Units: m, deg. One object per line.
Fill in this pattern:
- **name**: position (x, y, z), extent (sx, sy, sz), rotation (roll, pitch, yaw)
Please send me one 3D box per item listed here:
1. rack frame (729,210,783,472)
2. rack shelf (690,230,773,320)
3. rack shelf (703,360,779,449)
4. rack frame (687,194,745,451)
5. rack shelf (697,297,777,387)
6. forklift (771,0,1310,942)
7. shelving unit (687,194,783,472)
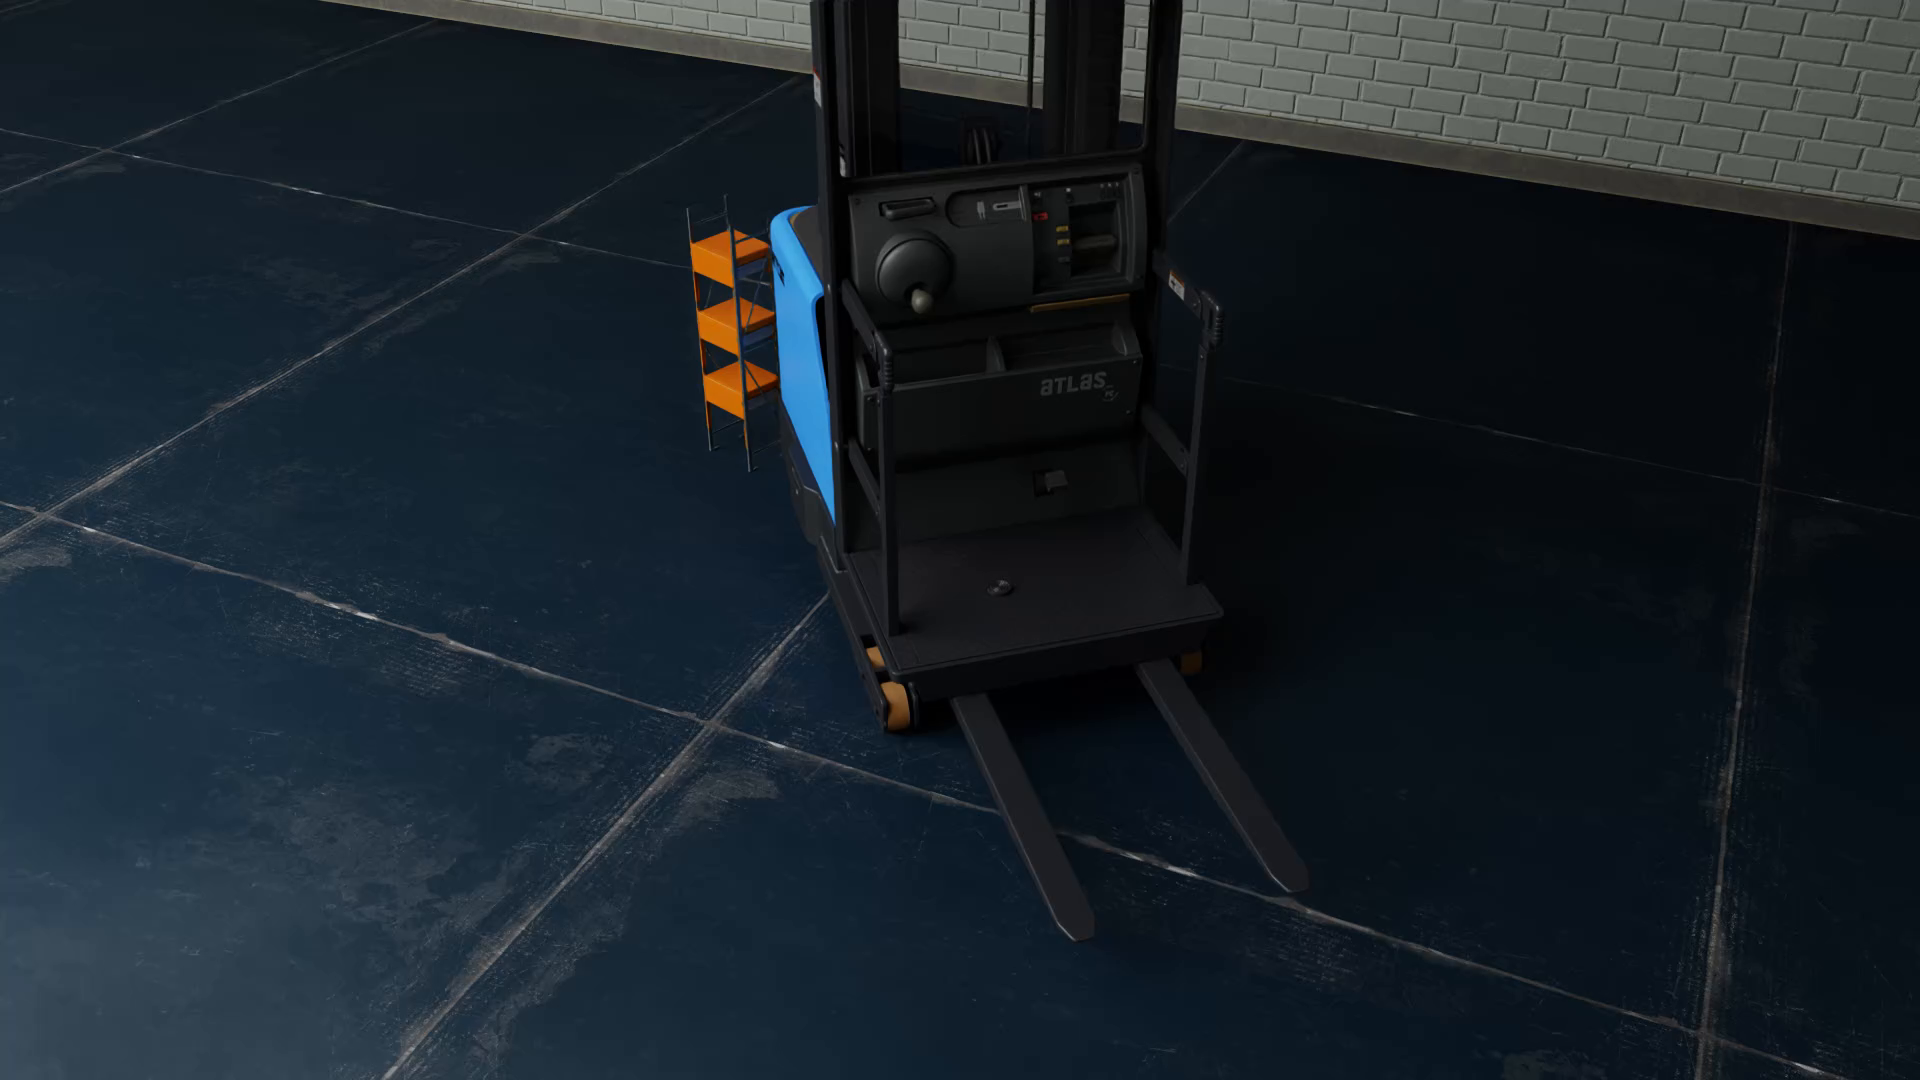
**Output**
- **rack frame**: position (-0.776, -0.752, 6.439), extent (0.008, 1.050, 0.200), rotation (27, 42, 35)
- **rack shelf**: position (-0.865, -1.026, 6.359), extent (0.240, 0.259, 0.215), rotation (27, 42, 35)
- **rack shelf**: position (-0.865, -0.556, 6.667), extent (0.240, 0.259, 0.215), rotation (27, 42, 35)
- **rack frame**: position (-0.954, -0.843, 6.579), extent (0.008, 1.050, 0.200), rotation (27, 42, 35)
- **rack shelf**: position (-0.865, -0.789, 6.514), extent (0.240, 0.259, 0.215), rotation (27, 42, 35)
- **forklift**: position (0.187, -0.856, 4.882), extent (1.130, 2.935, 3.031), rotation (-9, 34, -14)
- **shelving unit**: position (-0.865, -0.798, 6.509), extent (0.252, 1.050, 0.215), rotation (27, 42, 35)
